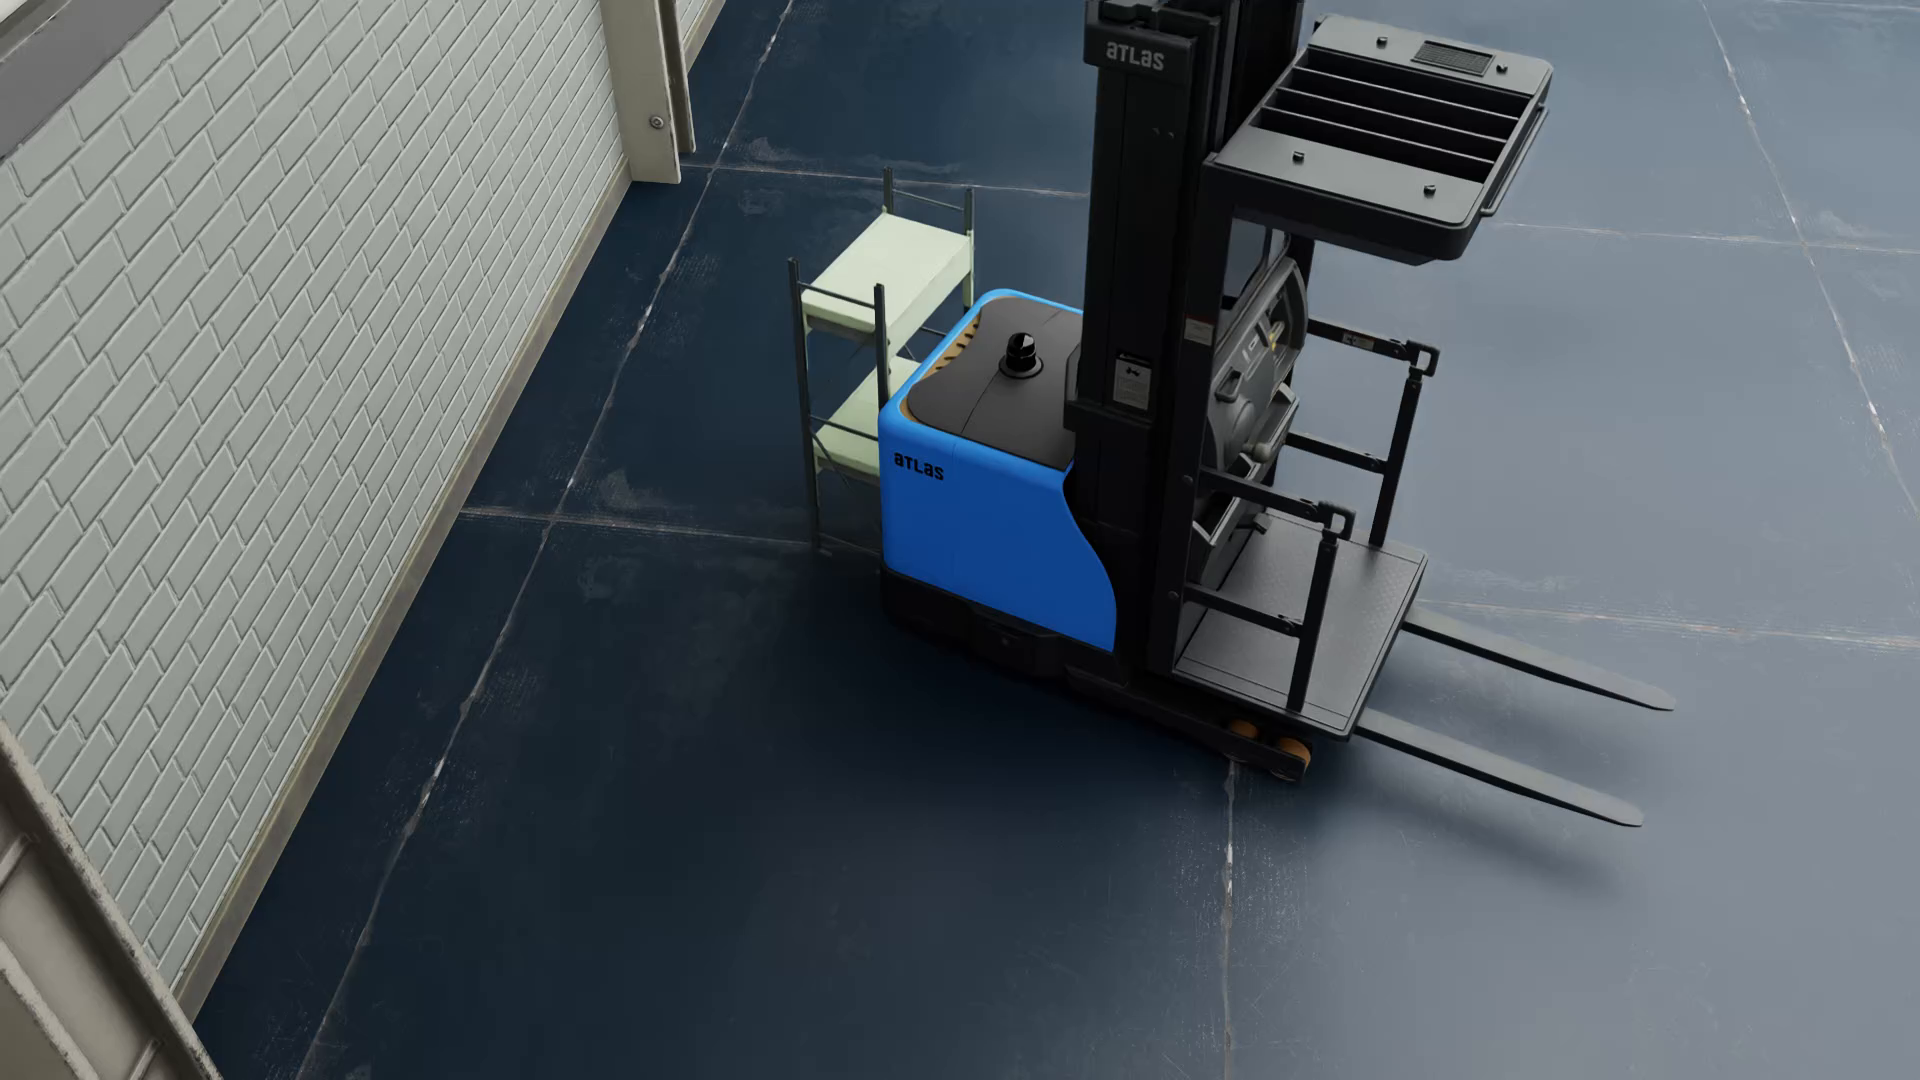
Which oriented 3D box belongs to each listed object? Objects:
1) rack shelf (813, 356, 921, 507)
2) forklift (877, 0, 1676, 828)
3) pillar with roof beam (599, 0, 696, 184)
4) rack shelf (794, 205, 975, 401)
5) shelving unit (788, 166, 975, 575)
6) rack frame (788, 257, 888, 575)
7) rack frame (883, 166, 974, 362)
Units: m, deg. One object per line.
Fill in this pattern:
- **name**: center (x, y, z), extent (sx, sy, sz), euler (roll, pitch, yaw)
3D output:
- **rack shelf**: center (-0.292, -0.430, 7.109), extent (0.431, 0.370, 0.720), euler (19, 47, 19)
- **forklift**: center (1.222, -0.574, 5.747), extent (3.031, 2.935, 1.130), euler (20, 47, 20)
- **pillar with roof beam**: center (2.552, -5.039, 6.049), extent (9.100, 9.000, 0.400), euler (5, 44, 6)
- **rack shelf**: center (-0.292, -0.950, 6.617), extent (0.431, 0.370, 0.720), euler (19, 47, 19)
- **shelving unit**: center (-0.292, -0.666, 6.885), extent (0.431, 1.500, 0.755), euler (19, 47, 19)
- **rack frame**: center (-0.459, -0.442, 6.648), extent (0.400, 1.500, 0.023), euler (19, 47, 19)
- **rack frame**: center (-0.126, -0.891, 7.122), extent (0.400, 1.500, 0.023), euler (19, 47, 19)
